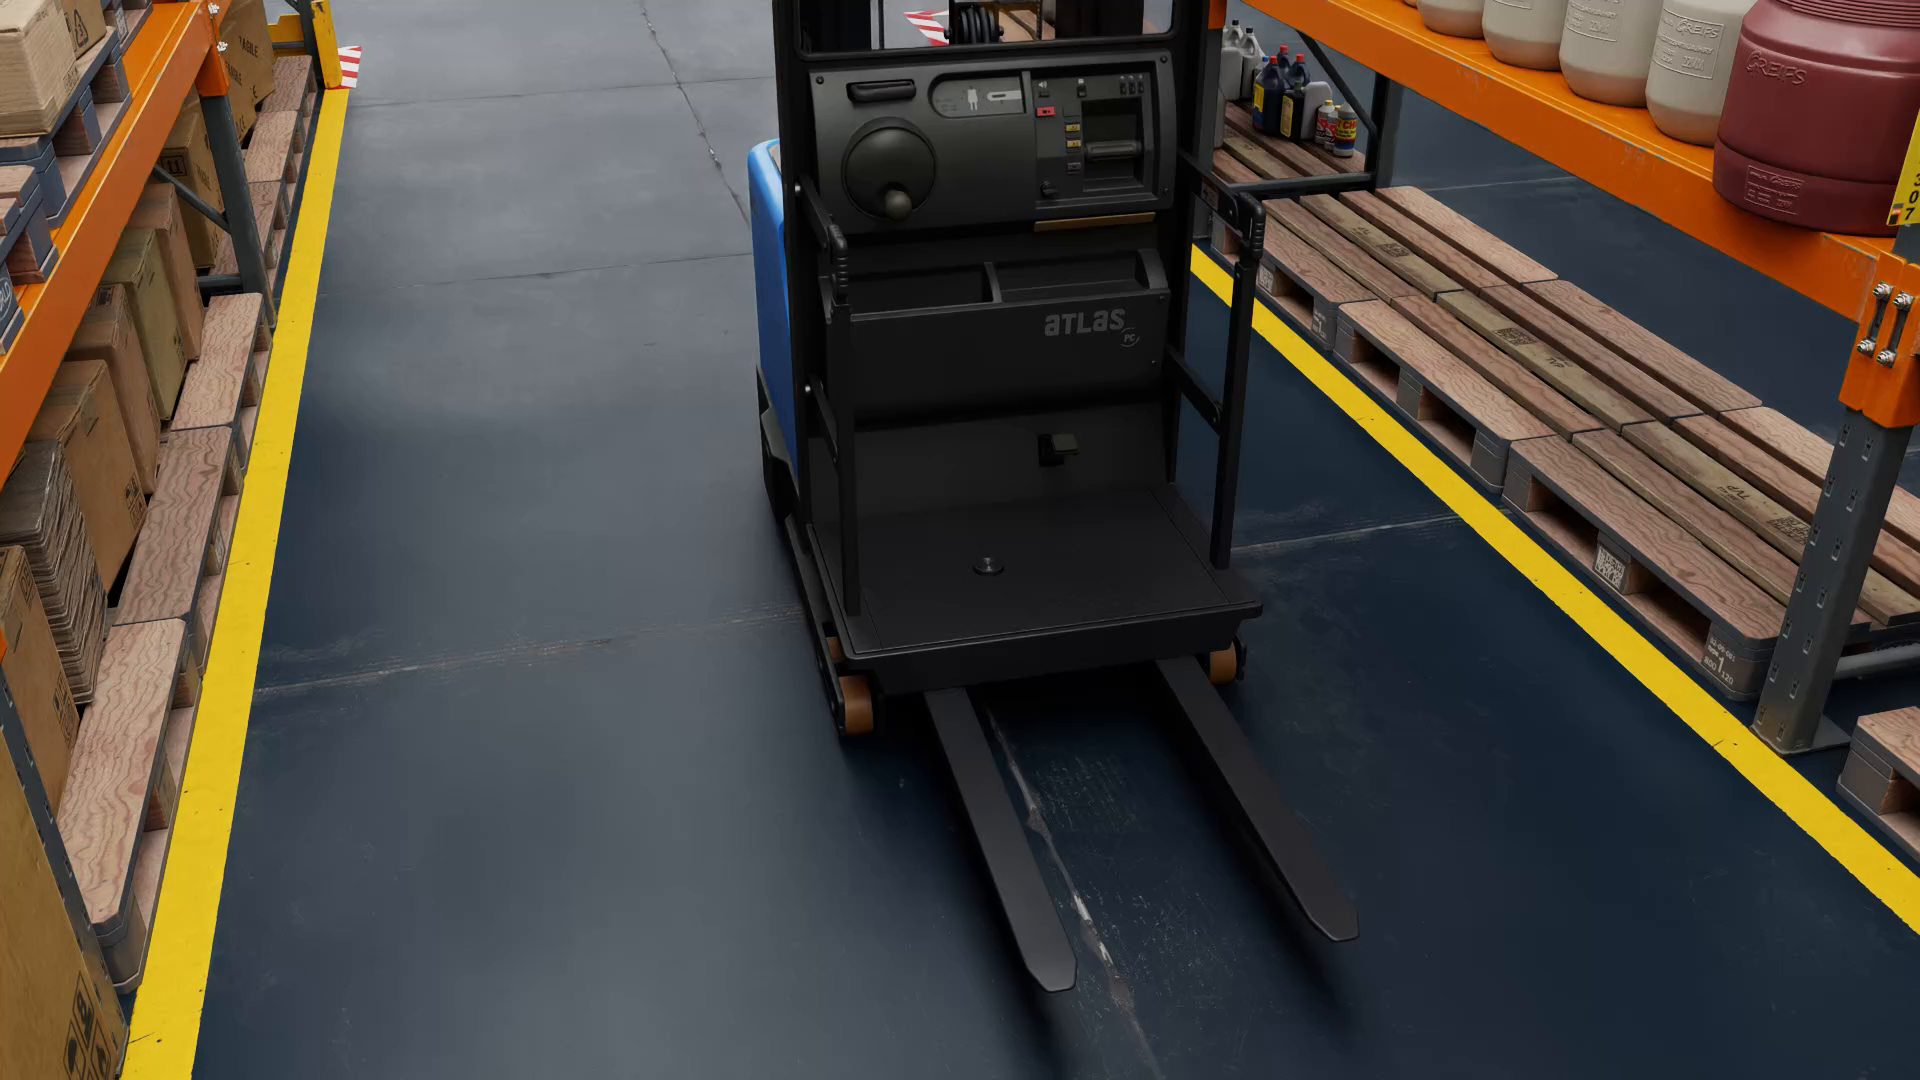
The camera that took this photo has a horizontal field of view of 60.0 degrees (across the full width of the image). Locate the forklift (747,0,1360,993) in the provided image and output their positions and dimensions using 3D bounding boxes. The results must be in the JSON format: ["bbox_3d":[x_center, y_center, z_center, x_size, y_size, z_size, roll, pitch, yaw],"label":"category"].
[{"bbox_3d":[0.145,-0.963,3.988,1.130,2.935,3.031,-7,31,-12],"label":"forklift"}]

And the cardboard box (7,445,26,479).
[{"bbox_3d":[-2.555,-0.181,3.876,0.500,0.250,0.500,-4,30,-8],"label":"cardboard box"}]

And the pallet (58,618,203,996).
[{"bbox_3d":[-2.404,0.656,3.906,1.003,0.211,1.213,-8,31,-13],"label":"pallet"}]

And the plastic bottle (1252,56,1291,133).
[{"bbox_3d":[1.562,-2.234,8.320,0.144,0.351,0.185,-8,31,-13],"label":"plastic bottle"}]

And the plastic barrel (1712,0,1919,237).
[{"bbox_3d":[2.162,-1.075,3.976,0.600,0.536,0.708,-8,31,-13],"label":"plastic barrel"}]

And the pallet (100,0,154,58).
[{"bbox_3d":[-3.197,-1.634,5.270,1.003,0.211,1.213,-8,31,-13],"label":"pallet"}]

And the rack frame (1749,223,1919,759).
[{"bbox_3d":[2.577,-0.832,3.693,1.000,3.000,0.127,-8,31,-13],"label":"rack frame"}]

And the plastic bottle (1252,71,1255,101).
[{"bbox_3d":[1.599,-2.419,8.789,0.097,0.201,0.097,0,30,0],"label":"plastic bottle"}]

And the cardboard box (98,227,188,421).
[{"bbox_3d":[-3.009,-0.682,5.489,0.700,0.500,0.500,-8,31,-14],"label":"cardboard box"}]

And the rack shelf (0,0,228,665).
[{"bbox_3d":[-2.729,-0.828,4.404,1.077,0.370,4.000,-8,31,-13],"label":"rack shelf"}]

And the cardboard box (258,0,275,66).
[{"bbox_3d":[-4.172,-2.833,9.227,0.500,0.500,0.500,-2,30,-4],"label":"cardboard box"}]

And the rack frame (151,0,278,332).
[{"bbox_3d":[-3.260,-2.105,5.893,1.000,3.000,0.127,-8,31,-13],"label":"rack frame"}]

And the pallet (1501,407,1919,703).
[{"bbox_3d":[2.409,-0.004,5.047,1.003,0.211,1.213,-8,31,-13],"label":"pallet"}]

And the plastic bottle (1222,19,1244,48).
[{"bbox_3d":[1.489,-2.639,9.020,0.144,0.351,0.185,-7,31,-11],"label":"plastic bottle"}]

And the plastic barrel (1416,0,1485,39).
[{"bbox_3d":[1.753,-1.977,5.536,0.433,0.535,0.433,0,30,0],"label":"plastic barrel"}]

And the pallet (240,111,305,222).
[{"bbox_3d":[-3.799,-1.808,8.164,1.003,0.211,1.213,-8,31,-13],"label":"pallet"}]

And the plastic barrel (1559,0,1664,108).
[{"bbox_3d":[1.987,-1.552,4.826,0.421,0.512,0.421,0,30,0],"label":"plastic barrel"}]

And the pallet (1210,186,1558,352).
[{"bbox_3d":[1.762,-1.183,7.083,1.003,0.211,1.213,-8,31,-13],"label":"pallet"}]

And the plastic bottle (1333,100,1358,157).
[{"bbox_3d":[1.854,-1.986,7.971,0.097,0.271,0.097,0,30,0],"label":"plastic bottle"}]

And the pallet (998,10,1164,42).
[{"bbox_3d":[0.730,-3.065,10.335,1.003,0.211,1.213,-8,31,-13],"label":"pallet"}]

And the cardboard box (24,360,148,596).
[{"bbox_3d":[-2.712,-0.142,4.557,0.700,0.500,0.500,-5,30,-9],"label":"cardboard box"}]

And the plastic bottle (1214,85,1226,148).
[{"bbox_3d":[1.206,-2.100,8.088,0.144,0.351,0.185,-8,31,-13],"label":"plastic bottle"}]

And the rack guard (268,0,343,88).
[{"bbox_3d":[-4.301,-2.919,9.793,1.175,0.500,0.348,-8,31,-13],"label":"rack guard"}]

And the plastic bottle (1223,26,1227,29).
[{"bbox_3d":[1.405,-2.753,9.292,0.152,0.276,0.135,-8,31,-13],"label":"plastic bottle"}]

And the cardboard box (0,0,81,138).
[{"bbox_3d":[-2.421,-1.130,3.939,0.500,0.250,0.500,-9,31,-15],"label":"cardboard box"}]

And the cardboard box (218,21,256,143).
[{"bbox_3d":[-3.832,-2.244,8.209,0.500,0.500,0.500,-5,30,-9],"label":"cardboard box"}]

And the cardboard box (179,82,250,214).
[{"bbox_3d":[-3.487,-1.679,7.233,0.500,0.500,0.500,2,30,3],"label":"cardboard box"}]

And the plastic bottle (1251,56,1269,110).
[{"bbox_3d":[1.576,-2.376,8.644,0.097,0.271,0.097,0,30,0],"label":"plastic bottle"}]

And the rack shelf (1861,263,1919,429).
[{"bbox_3d":[3.108,0.445,2.204,1.077,0.370,4.000,-8,31,-13],"label":"rack shelf"}]

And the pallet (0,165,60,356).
[{"bbox_3d":[-2.490,-0.420,3.173,1.213,0.211,1.003,-8,31,-13],"label":"pallet"}]

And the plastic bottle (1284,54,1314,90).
[{"bbox_3d":[1.701,-2.253,8.353,0.144,0.351,0.185,-7,31,-12],"label":"plastic bottle"}]

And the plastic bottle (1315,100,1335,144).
[{"bbox_3d":[1.800,-2.054,8.158,0.097,0.201,0.097,0,30,0],"label":"plastic bottle"}]

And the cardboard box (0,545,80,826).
[{"bbox_3d":[-2.395,0.397,3.626,0.700,0.500,0.500,-9,31,-16],"label":"cardboard box"}]

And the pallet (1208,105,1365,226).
[{"bbox_3d":[1.378,-1.887,8.299,1.003,0.211,1.213,-8,31,-13],"label":"pallet"}]

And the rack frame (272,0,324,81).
[{"bbox_3d":[-4.321,-4.037,9.231,1.000,3.000,0.127,-8,31,-13],"label":"rack frame"}]
